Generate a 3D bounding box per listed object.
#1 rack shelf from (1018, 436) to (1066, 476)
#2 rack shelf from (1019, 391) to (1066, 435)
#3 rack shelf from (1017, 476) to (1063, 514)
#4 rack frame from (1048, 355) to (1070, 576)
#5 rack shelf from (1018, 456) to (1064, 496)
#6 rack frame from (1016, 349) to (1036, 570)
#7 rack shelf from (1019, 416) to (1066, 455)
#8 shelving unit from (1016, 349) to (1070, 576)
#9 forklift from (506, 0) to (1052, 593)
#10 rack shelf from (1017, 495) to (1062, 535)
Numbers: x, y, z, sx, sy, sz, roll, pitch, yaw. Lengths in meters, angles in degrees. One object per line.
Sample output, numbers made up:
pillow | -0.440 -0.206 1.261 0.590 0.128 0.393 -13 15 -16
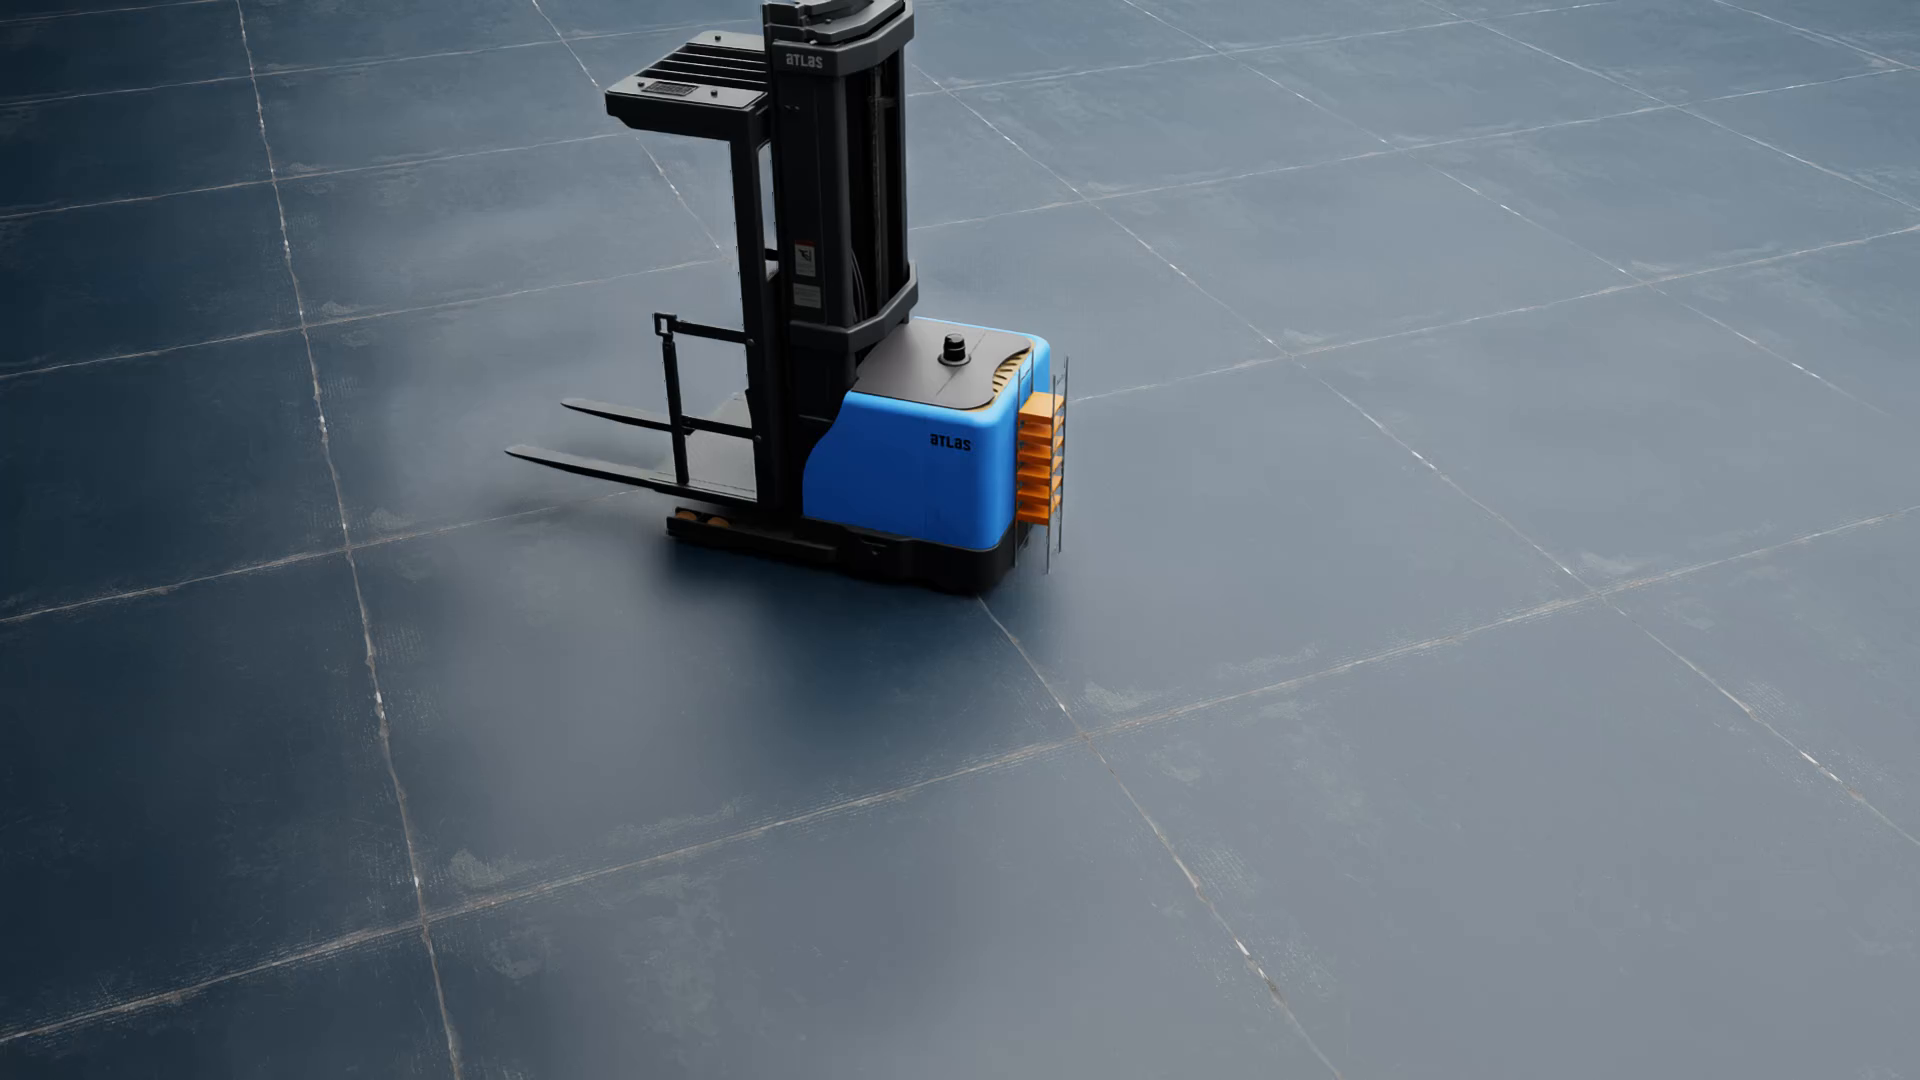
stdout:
rack shelf | 0.427 -0.451 8.623 0.180 0.103 0.258 11 35 17
rack shelf | 0.427 -0.653 8.492 0.180 0.103 0.258 11 35 17
rack shelf | 0.427 -0.250 8.754 0.180 0.103 0.258 11 35 17
rack frame | 0.514 -0.371 8.638 0.006 1.200 0.240 11 35 17
rack shelf | 0.427 -0.351 8.689 0.180 0.103 0.258 11 35 17
rack frame | 0.341 -0.405 8.691 0.006 1.200 0.240 11 35 17
rack shelf | 0.427 -0.552 8.558 0.180 0.103 0.258 11 35 17
shelving unit | 0.427 -0.388 8.664 0.189 1.200 0.258 11 35 17
forklift | -1.071 -1.440 8.694 3.031 2.935 1.130 11 35 17
rack shelf | 0.427 -0.150 8.819 0.180 0.103 0.258 11 35 17
